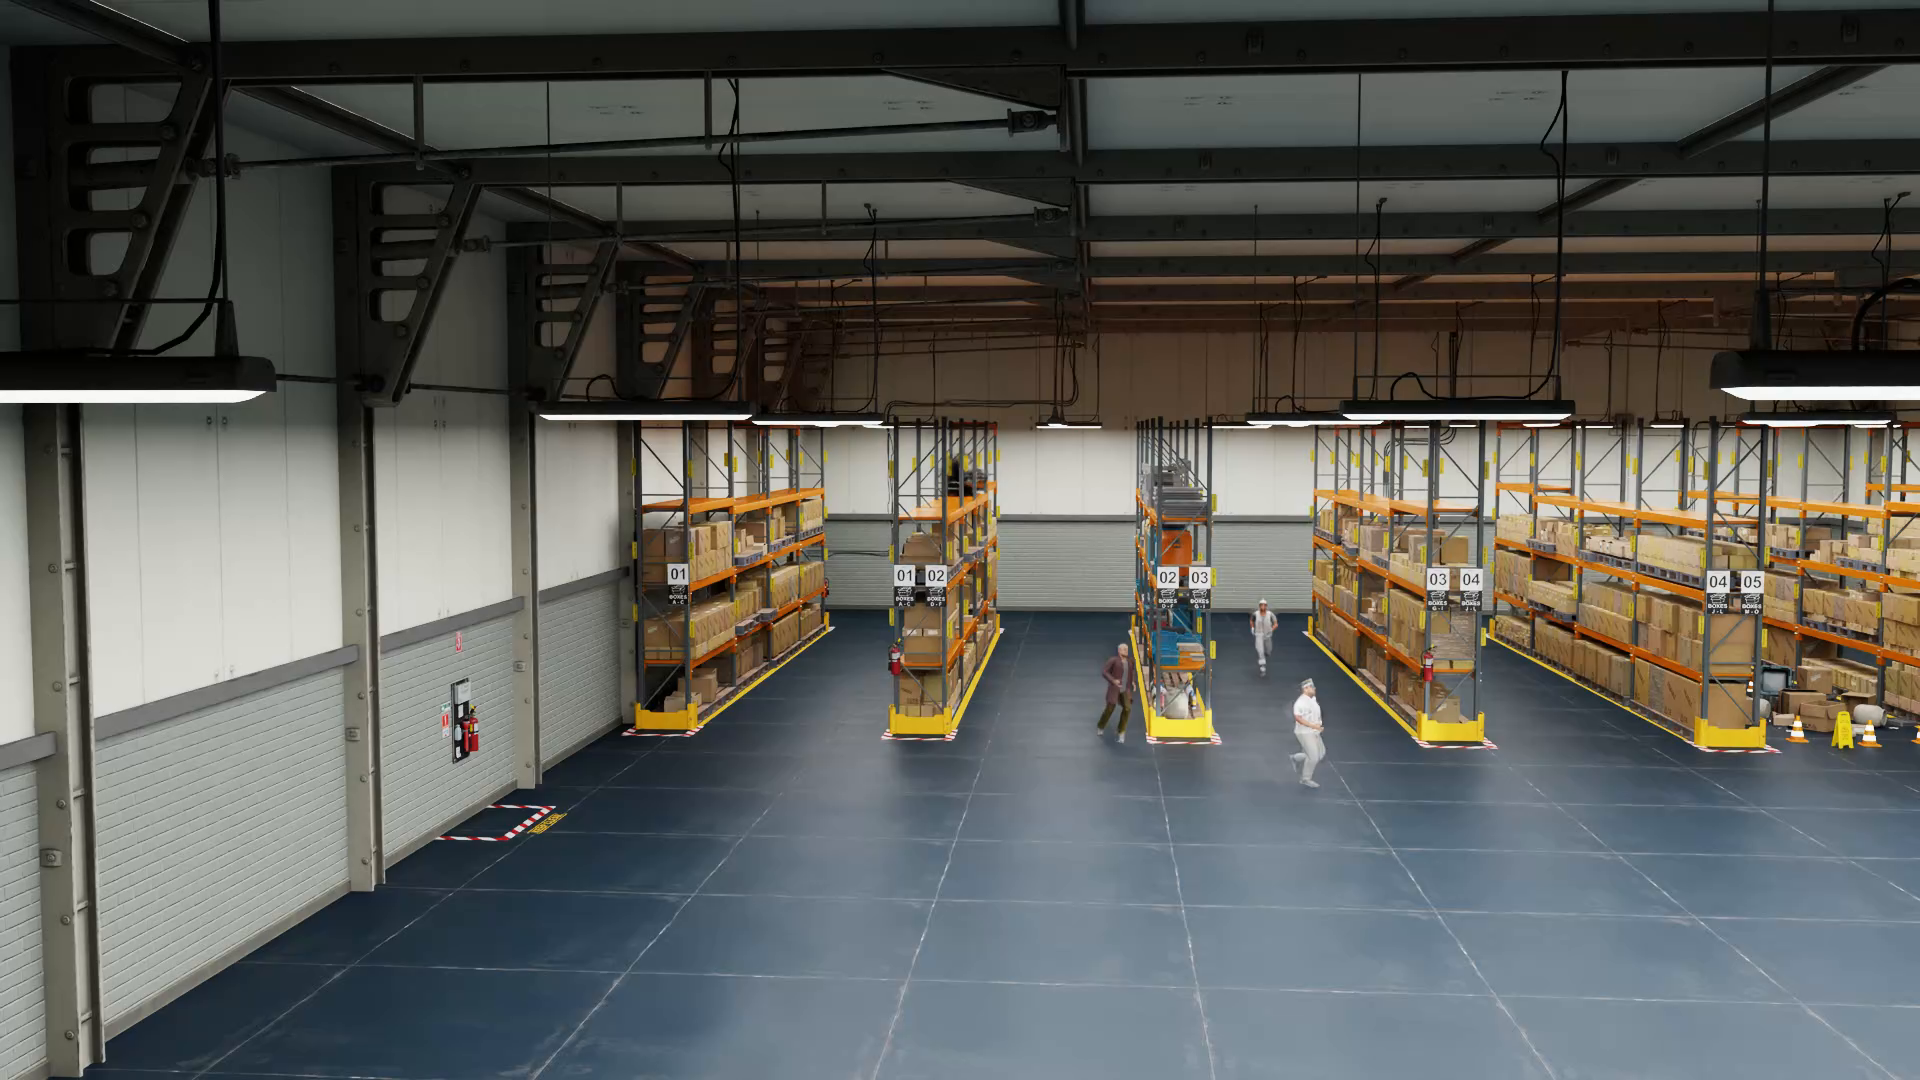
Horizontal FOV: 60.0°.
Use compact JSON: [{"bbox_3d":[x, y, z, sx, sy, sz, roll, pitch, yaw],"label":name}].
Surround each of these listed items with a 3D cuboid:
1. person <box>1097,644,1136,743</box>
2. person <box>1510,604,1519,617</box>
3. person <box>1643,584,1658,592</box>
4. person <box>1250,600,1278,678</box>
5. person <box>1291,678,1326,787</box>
[{"bbox_3d":[2.982,2.831,30.980,0.767,1.807,0.854,-1,4,-19],"label":"person"},{"bbox_3d":[15.873,1.810,47.569,0.658,1.674,0.734,3,5,41],"label":"person"},{"bbox_3d":[19.675,1.776,47.276,0.734,1.805,0.714,1,4,12],"label":"person"},{"bbox_3d":[7.168,2.291,39.211,0.627,1.777,1.136,0,4,3],"label":"person"},{"bbox_3d":[5.622,3.102,26.940,0.626,1.752,0.697,2,4,34],"label":"person"}]
